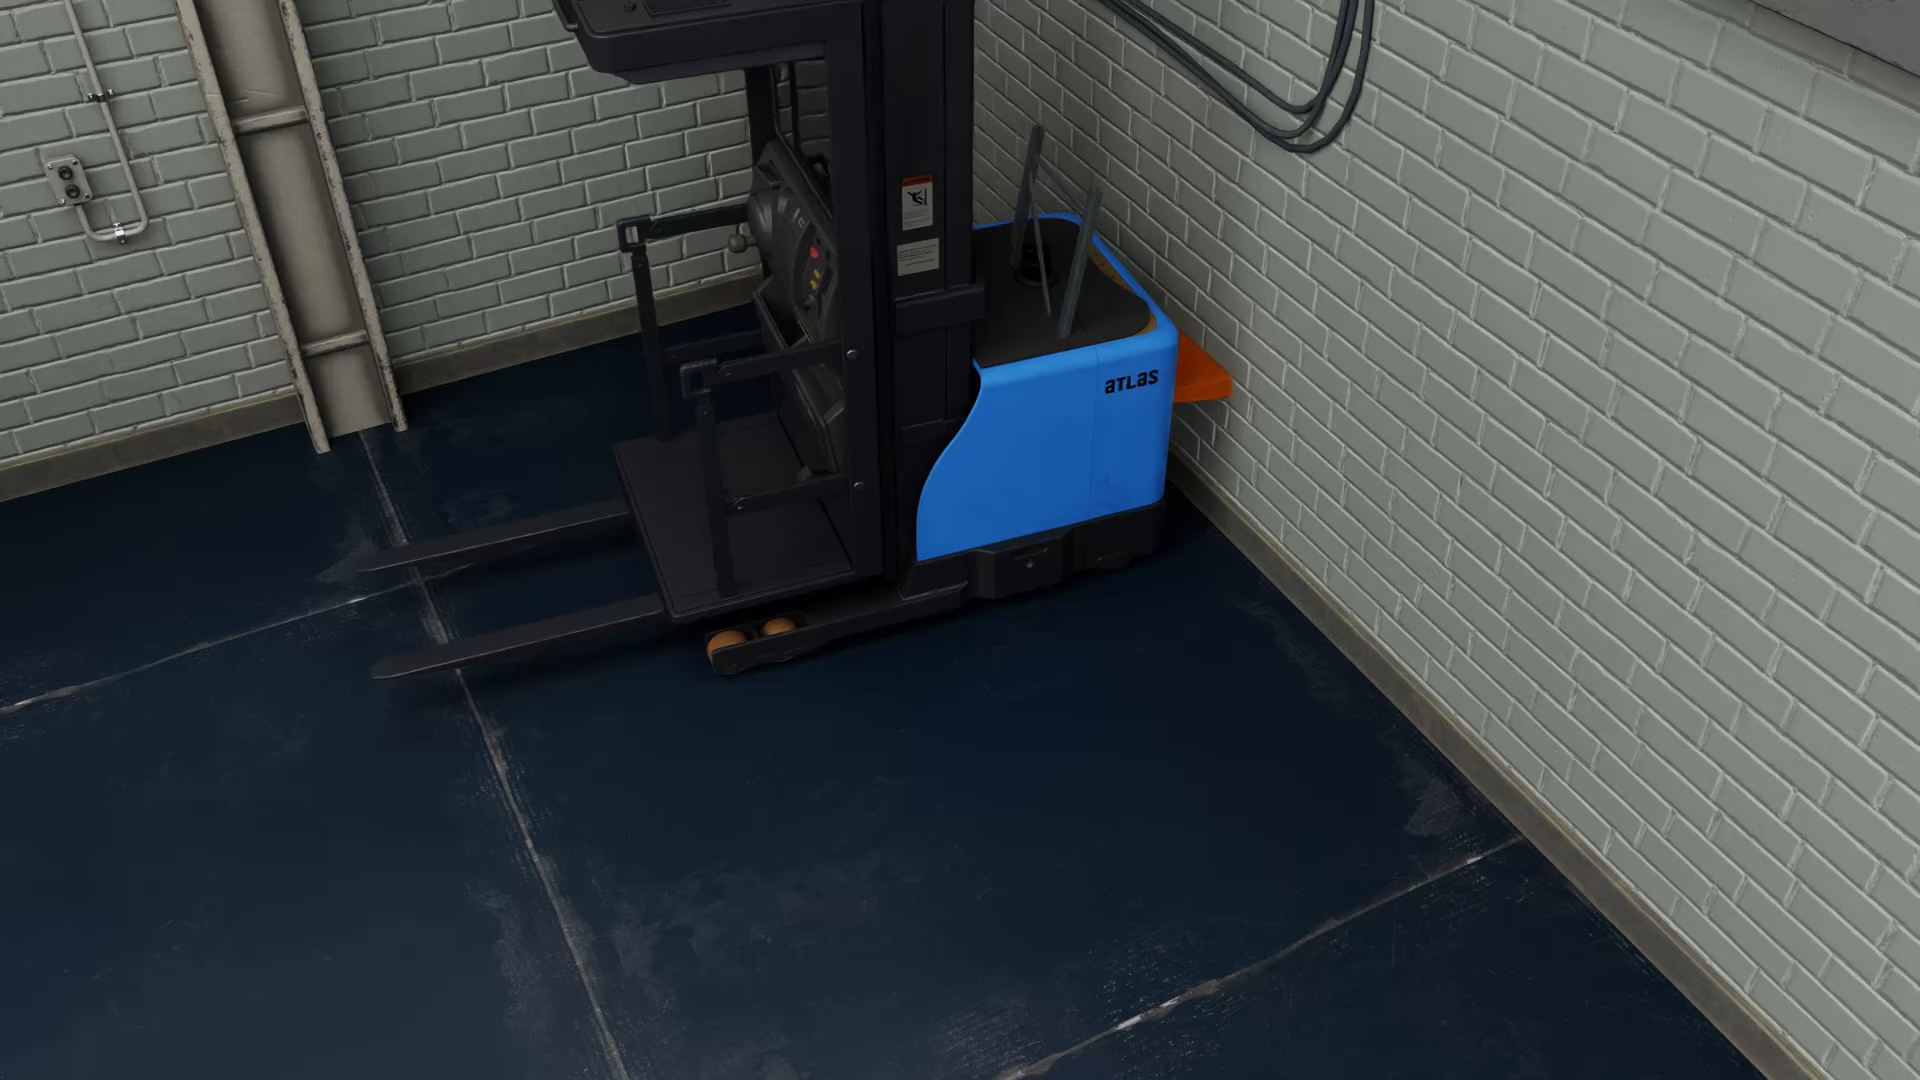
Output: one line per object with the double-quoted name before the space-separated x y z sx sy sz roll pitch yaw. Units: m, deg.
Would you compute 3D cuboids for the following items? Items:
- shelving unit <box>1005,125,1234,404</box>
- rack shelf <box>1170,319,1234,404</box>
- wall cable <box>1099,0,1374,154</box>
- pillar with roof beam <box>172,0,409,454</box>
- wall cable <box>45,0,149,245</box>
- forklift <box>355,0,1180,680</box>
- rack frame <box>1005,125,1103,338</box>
"shelving unit" 0.720 -0.811 6.408 1.083 1.500 0.587 -8 42 -24
"rack shelf" 0.684 -0.671 6.516 1.000 0.185 0.538 -8 42 -24
"wall cable" 0.513 -2.951 5.674 0.112 2.526 3.097 -19 44 -21
"pillar with roof beam" -0.685 -1.487 1.542 0.400 9.000 9.100 -19 44 -21
"wall cable" -3.970 -1.675 5.620 1.851 1.984 0.084 -19 44 -21
"forklift" -0.761 -1.007 5.671 3.031 2.935 1.130 -14 42 -16
"rack frame" 0.251 -0.742 6.202 0.032 1.500 0.500 -8 42 -24
